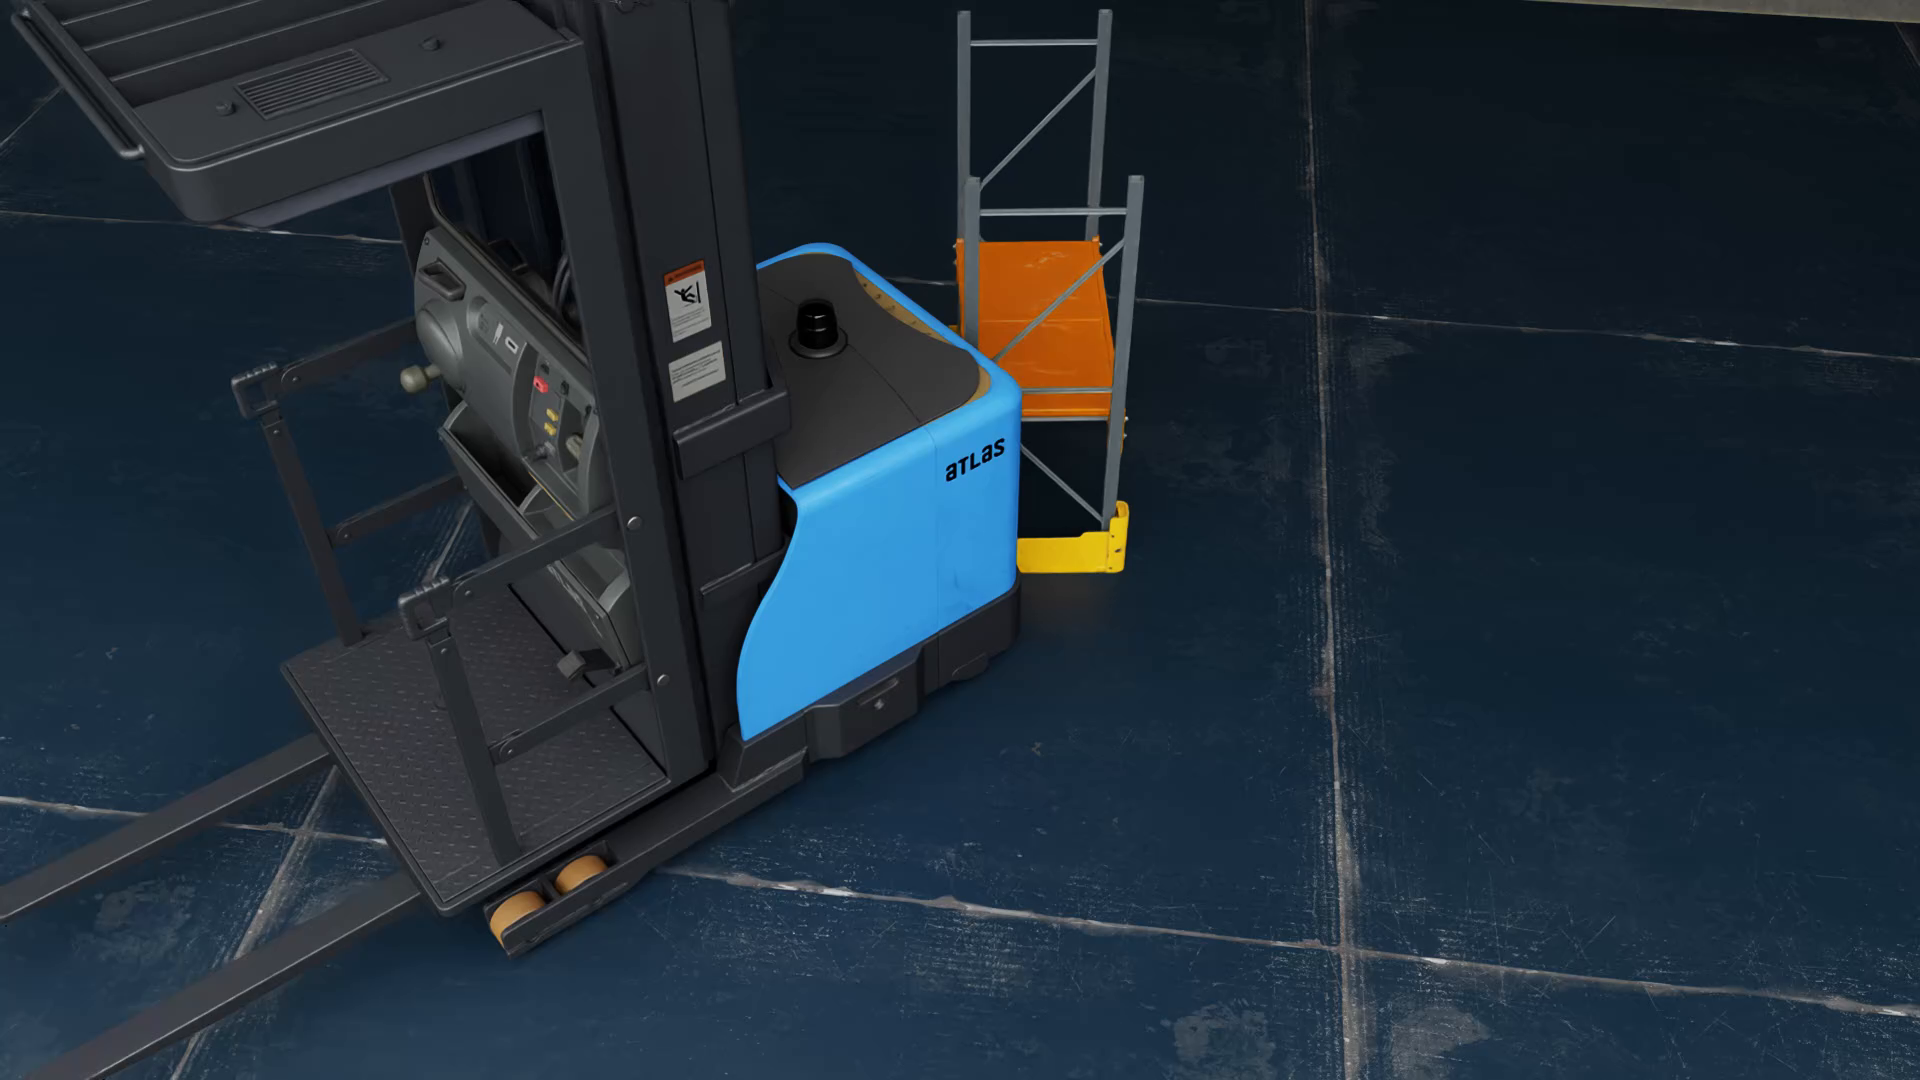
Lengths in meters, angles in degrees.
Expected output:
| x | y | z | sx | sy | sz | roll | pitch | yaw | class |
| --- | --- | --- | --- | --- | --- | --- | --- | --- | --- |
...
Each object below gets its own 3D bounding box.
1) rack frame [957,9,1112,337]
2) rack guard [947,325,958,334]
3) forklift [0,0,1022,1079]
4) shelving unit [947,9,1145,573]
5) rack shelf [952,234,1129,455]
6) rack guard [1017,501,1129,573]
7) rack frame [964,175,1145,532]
| x | y | z | sx | sy | sz | roll | pitch | yaw | class |
| --- | --- | --- | --- | --- | --- | --- | --- | --- | --- |
| 0.241 | -1.159 | 5.883 | 0.500 | 1.500 | 0.032 | -1 | 43 | -1 | rack frame |
| 0.242 | -0.691 | 6.298 | 0.587 | 0.250 | 0.087 | -1 | 43 | -1 | rack guard |
| -1.280 | -0.352 | 3.990 | 3.031 | 2.935 | 1.130 | -28 | 50 | -27 | forklift |
| 0.252 | -0.803 | 5.507 | 0.587 | 1.500 | 1.083 | -1 | 43 | -1 | shelving unit |
| 0.252 | -0.679 | 5.637 | 0.538 | 0.185 | 1.000 | -1 | 43 | -1 | rack shelf |
| 0.263 | -0.007 | 5.575 | 0.587 | 0.250 | 0.087 | -1 | 43 | -1 | rack guard |
| 0.263 | -0.460 | 5.145 | 0.500 | 1.500 | 0.032 | -1 | 43 | -1 | rack frame |
